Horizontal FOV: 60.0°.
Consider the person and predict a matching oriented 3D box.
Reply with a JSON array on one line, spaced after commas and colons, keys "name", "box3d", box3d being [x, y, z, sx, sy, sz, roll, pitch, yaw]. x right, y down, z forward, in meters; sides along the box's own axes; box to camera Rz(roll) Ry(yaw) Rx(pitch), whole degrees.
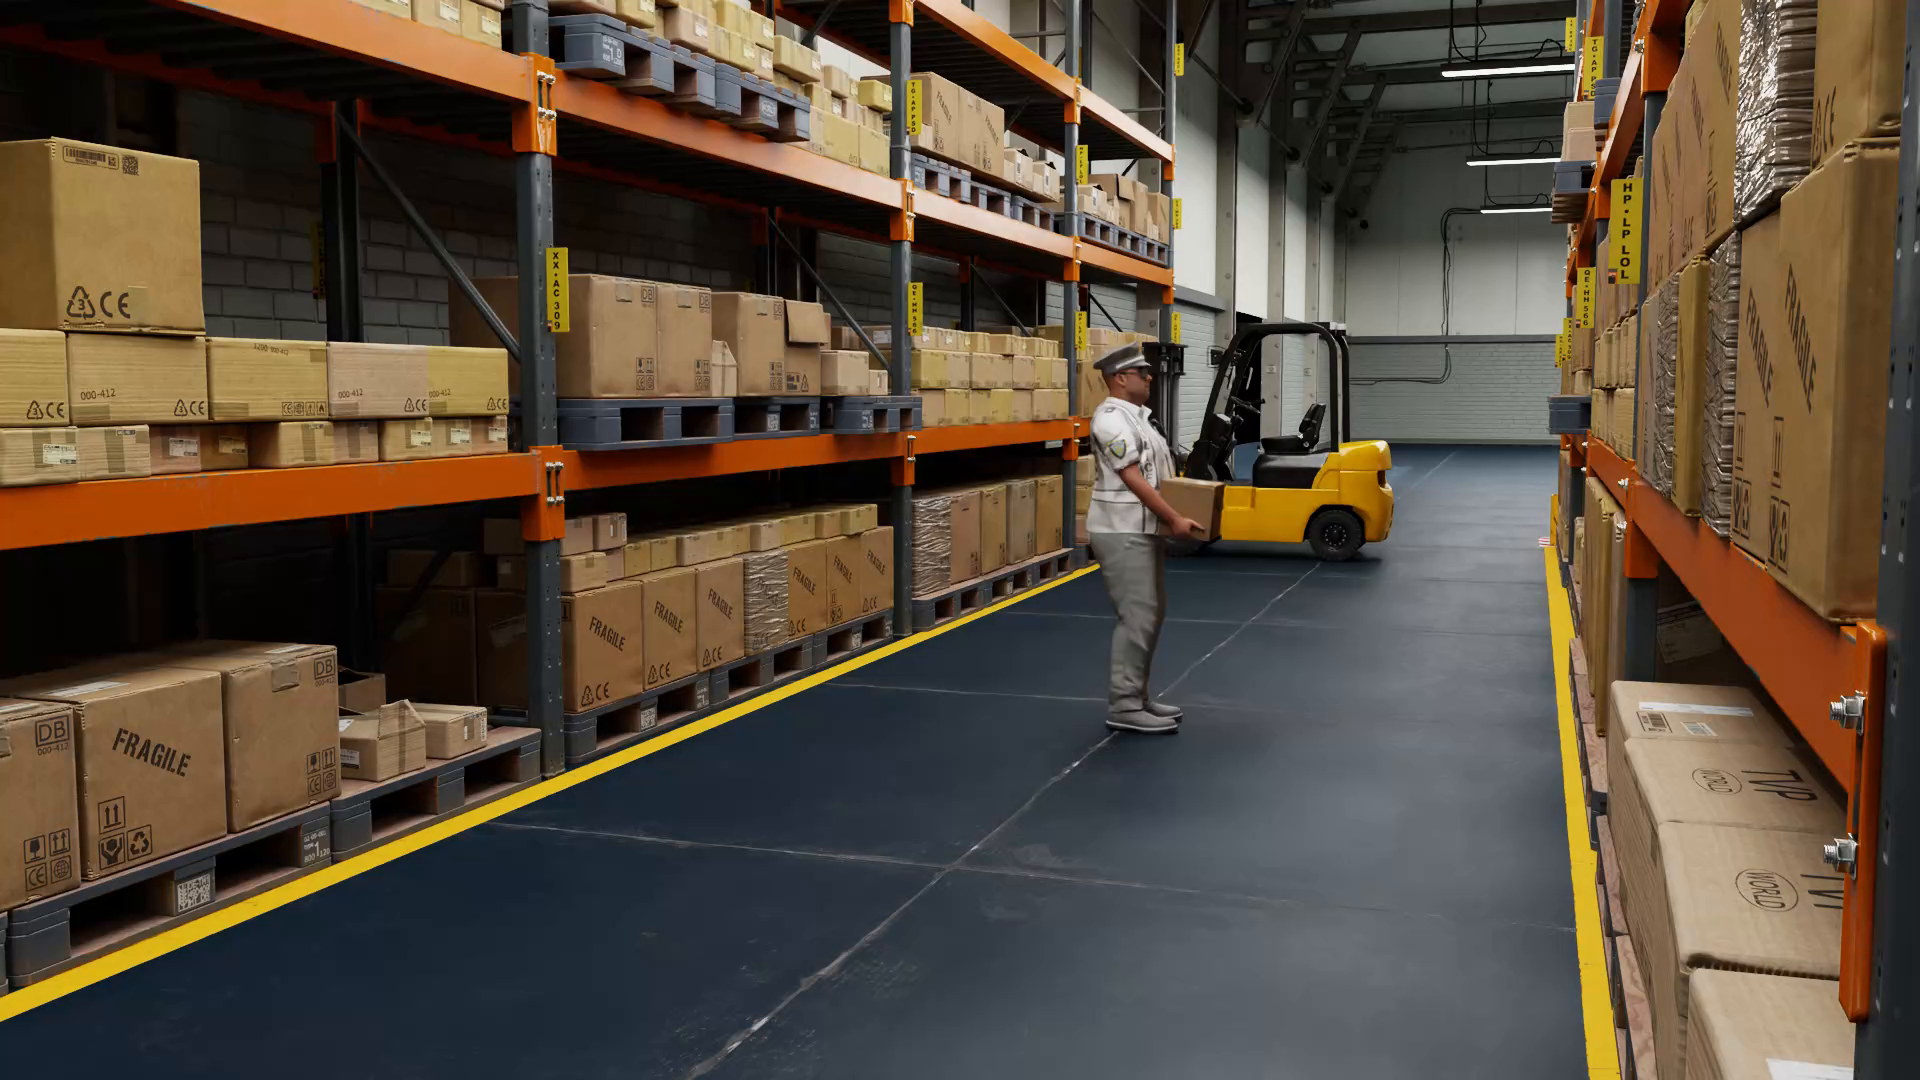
[{"name": "person", "box3d": [0.871, -0.028, 7.626, 0.562, 1.772, 0.504, 2, 5, 18]}]
